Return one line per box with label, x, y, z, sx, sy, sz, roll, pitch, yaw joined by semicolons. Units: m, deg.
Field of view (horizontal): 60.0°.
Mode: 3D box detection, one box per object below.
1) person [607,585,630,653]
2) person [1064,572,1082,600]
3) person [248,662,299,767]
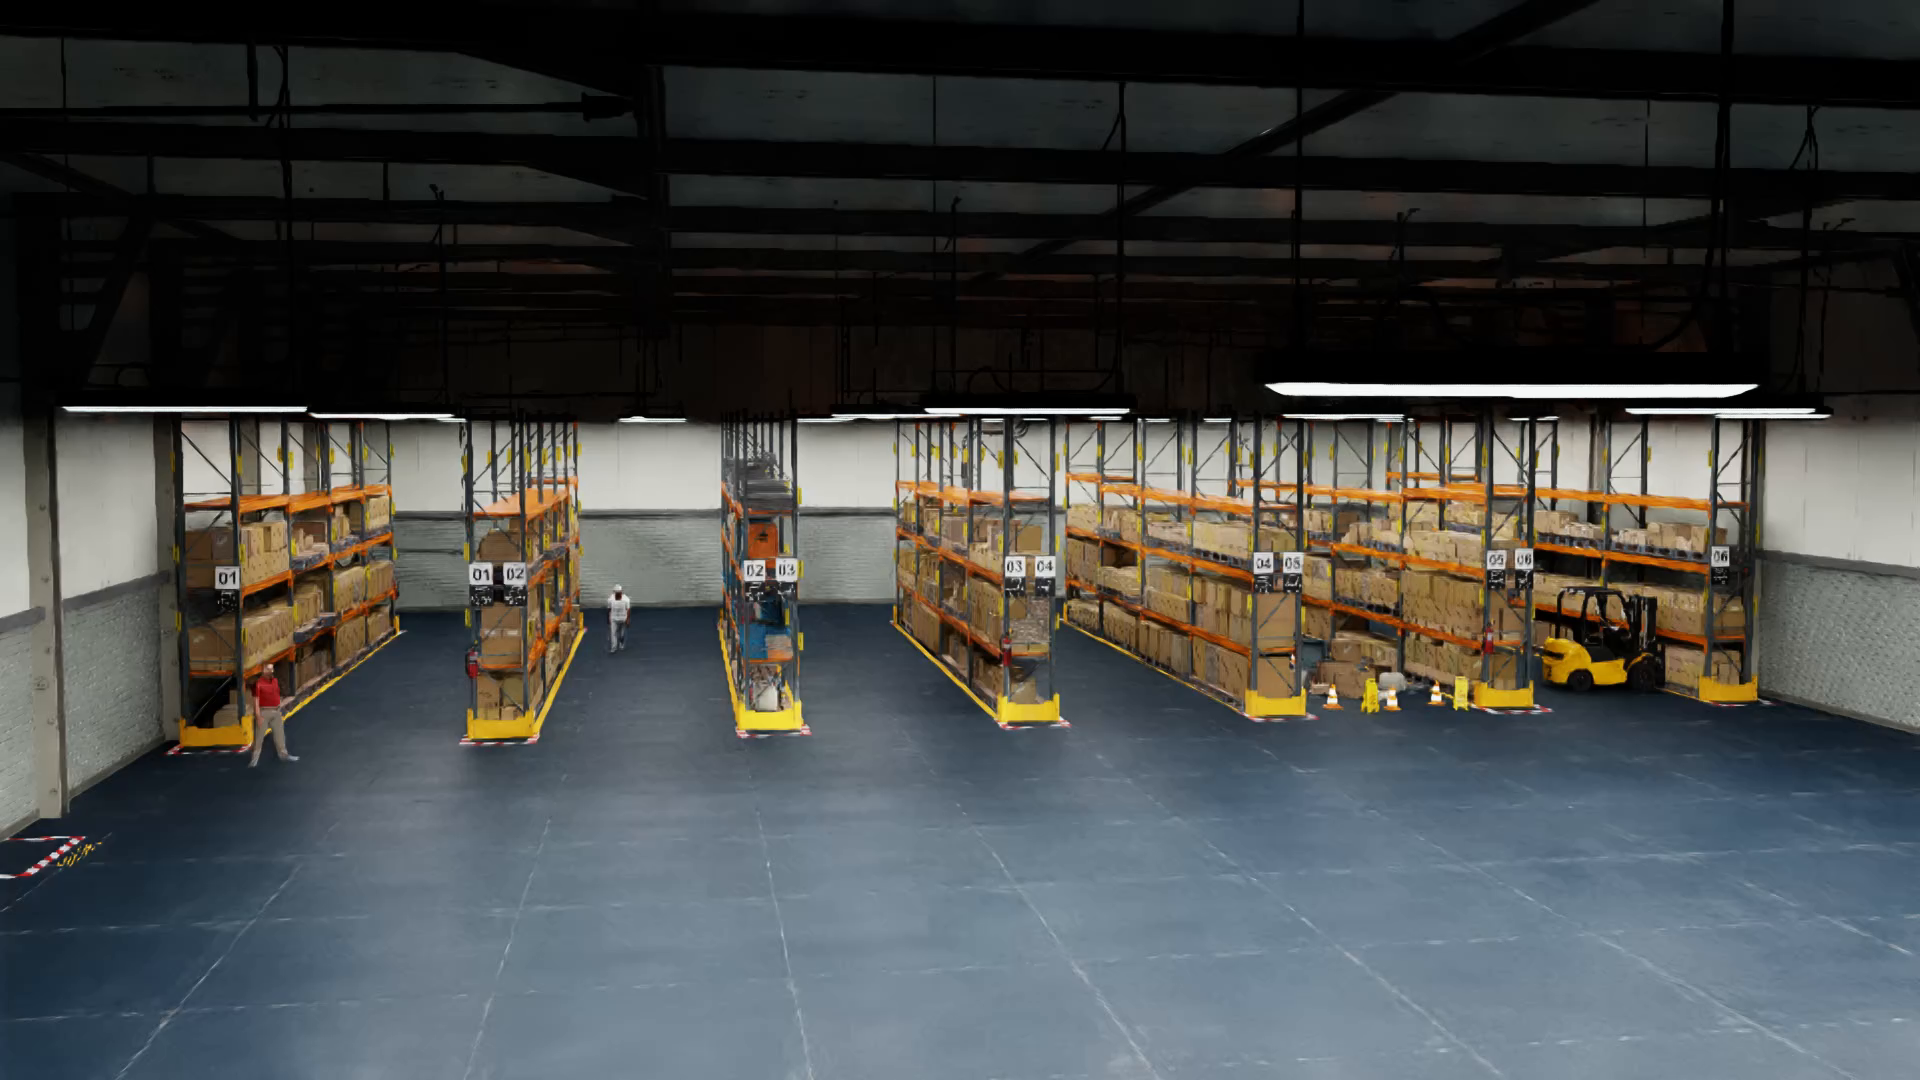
person;-8.555;1.960;41.707;0.575;1.689;1.128;-1;4;-12
person;3.523;1.280;51.085;0.626;1.773;0.575;2;4;27
person;-11.579;2.904;27.893;0.549;1.723;0.751;2;4;23
